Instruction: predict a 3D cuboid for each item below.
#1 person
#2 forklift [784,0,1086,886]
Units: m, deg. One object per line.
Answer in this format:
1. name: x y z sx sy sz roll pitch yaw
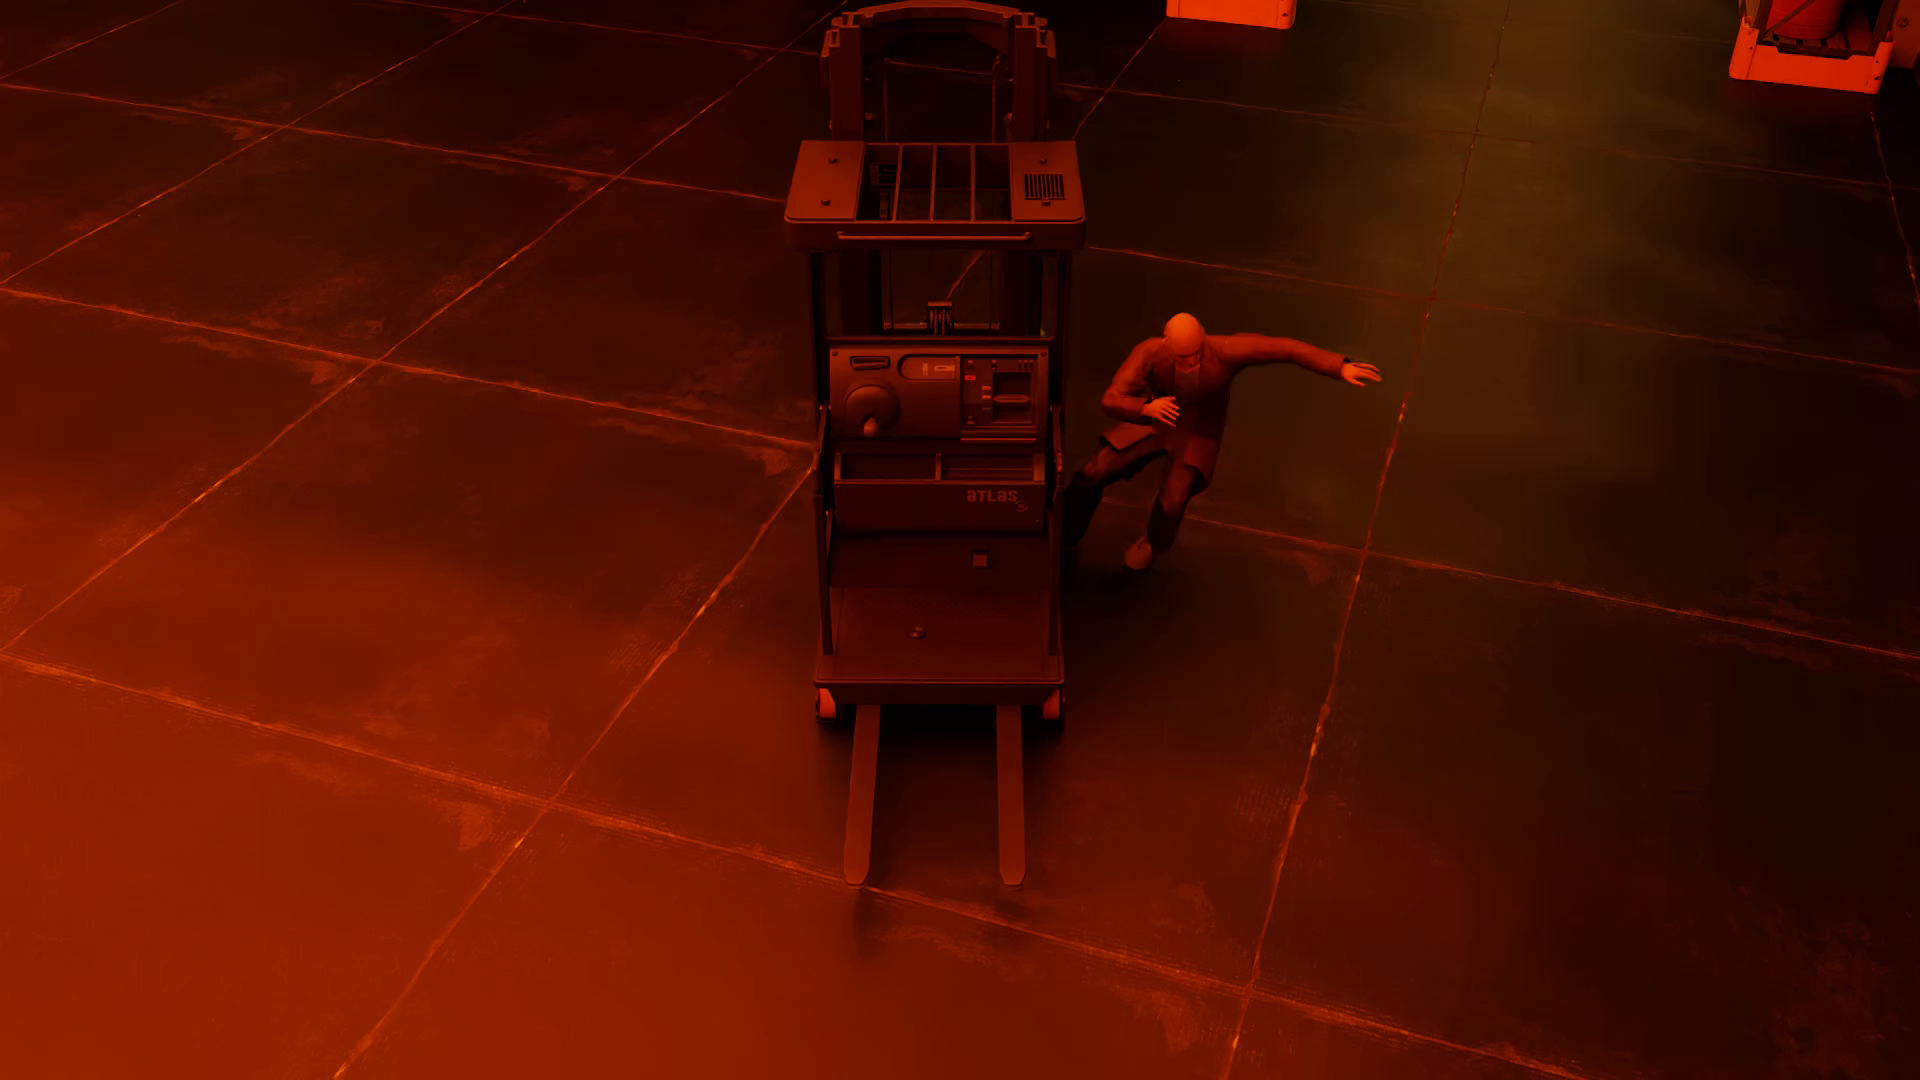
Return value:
1. person: 1.118 -0.417 7.998 1.643 1.460 0.785 8 36 12
2. forklift: -0.088 -0.564 6.907 1.130 2.935 3.031 0 35 0
